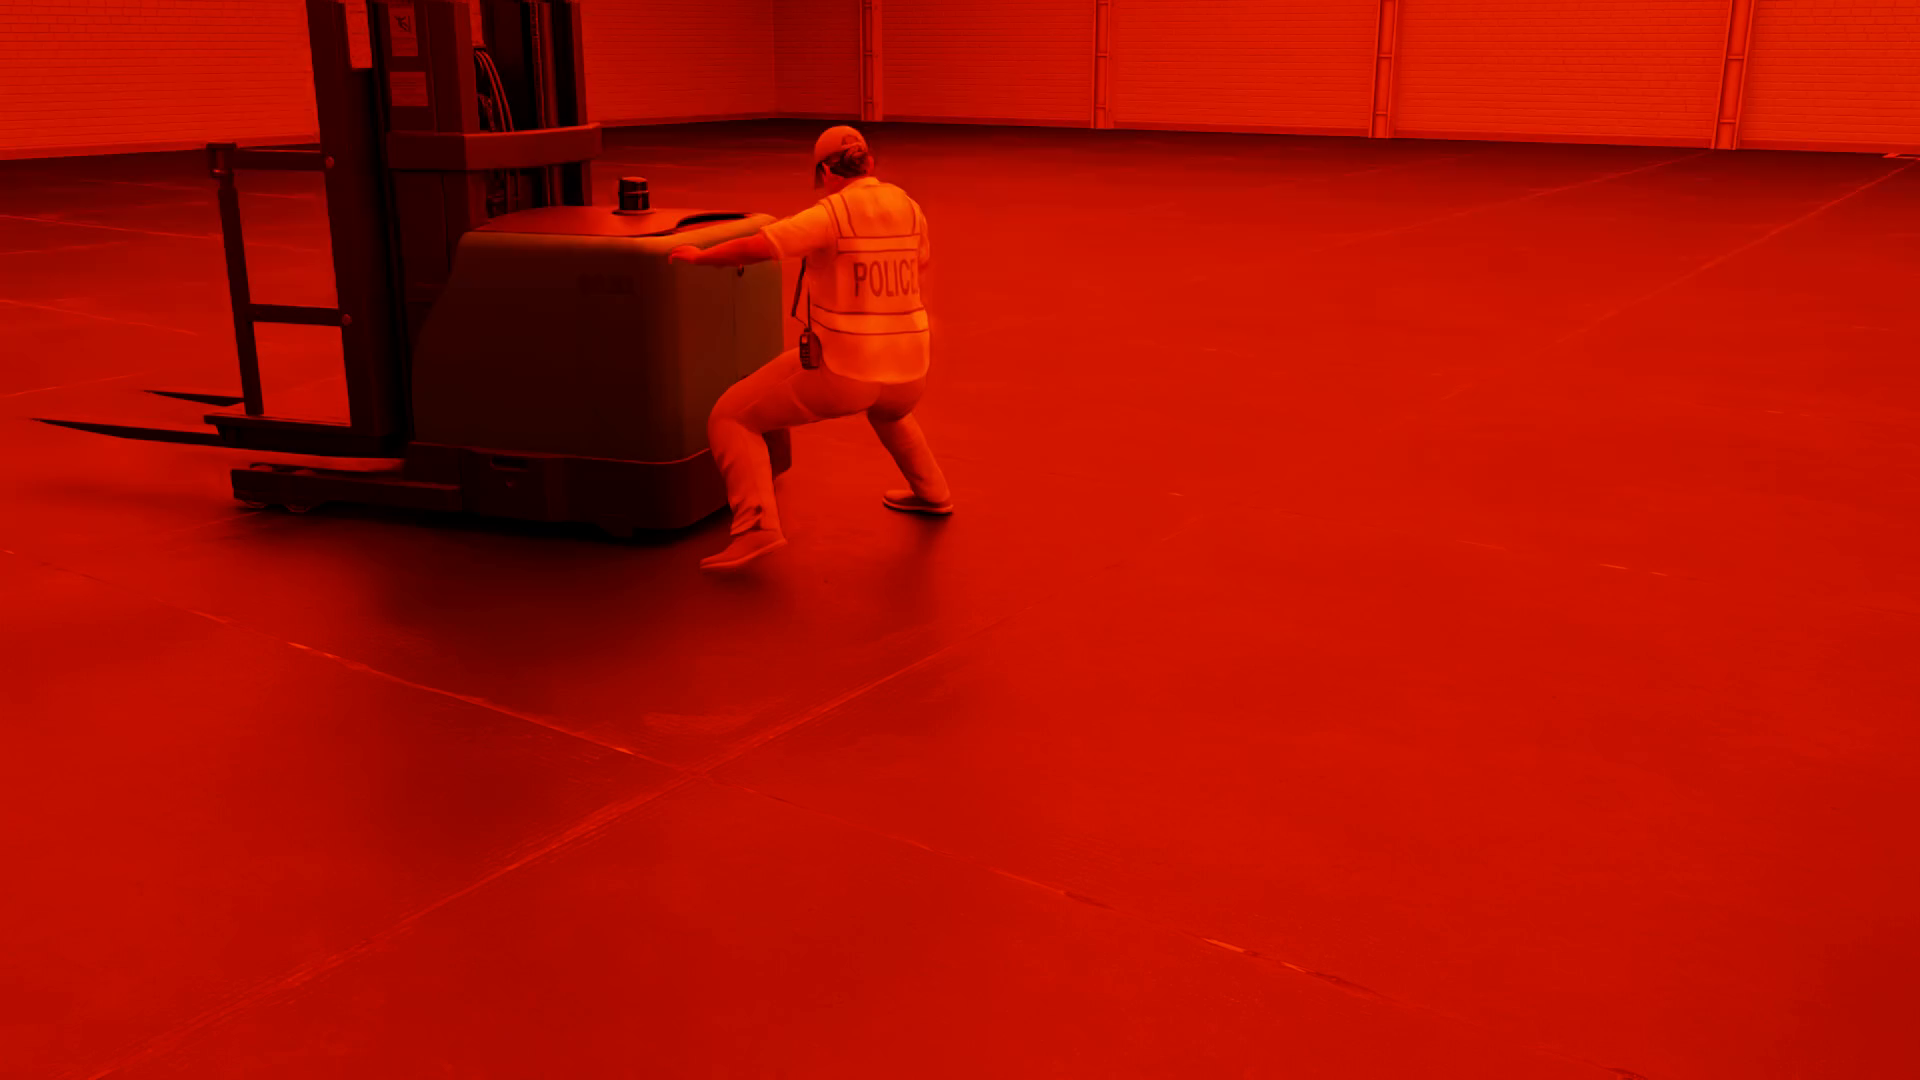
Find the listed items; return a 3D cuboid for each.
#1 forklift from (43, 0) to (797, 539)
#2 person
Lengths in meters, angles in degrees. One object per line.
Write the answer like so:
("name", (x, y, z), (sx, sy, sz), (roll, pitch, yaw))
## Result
("forklift", (-2.227, -1.640, 6.316), (3.031, 2.935, 1.130), (5, 17, 18))
("person", (-0.497, -0.673, 5.664), (1.272, 1.450, 0.686), (-11, 20, -34))
